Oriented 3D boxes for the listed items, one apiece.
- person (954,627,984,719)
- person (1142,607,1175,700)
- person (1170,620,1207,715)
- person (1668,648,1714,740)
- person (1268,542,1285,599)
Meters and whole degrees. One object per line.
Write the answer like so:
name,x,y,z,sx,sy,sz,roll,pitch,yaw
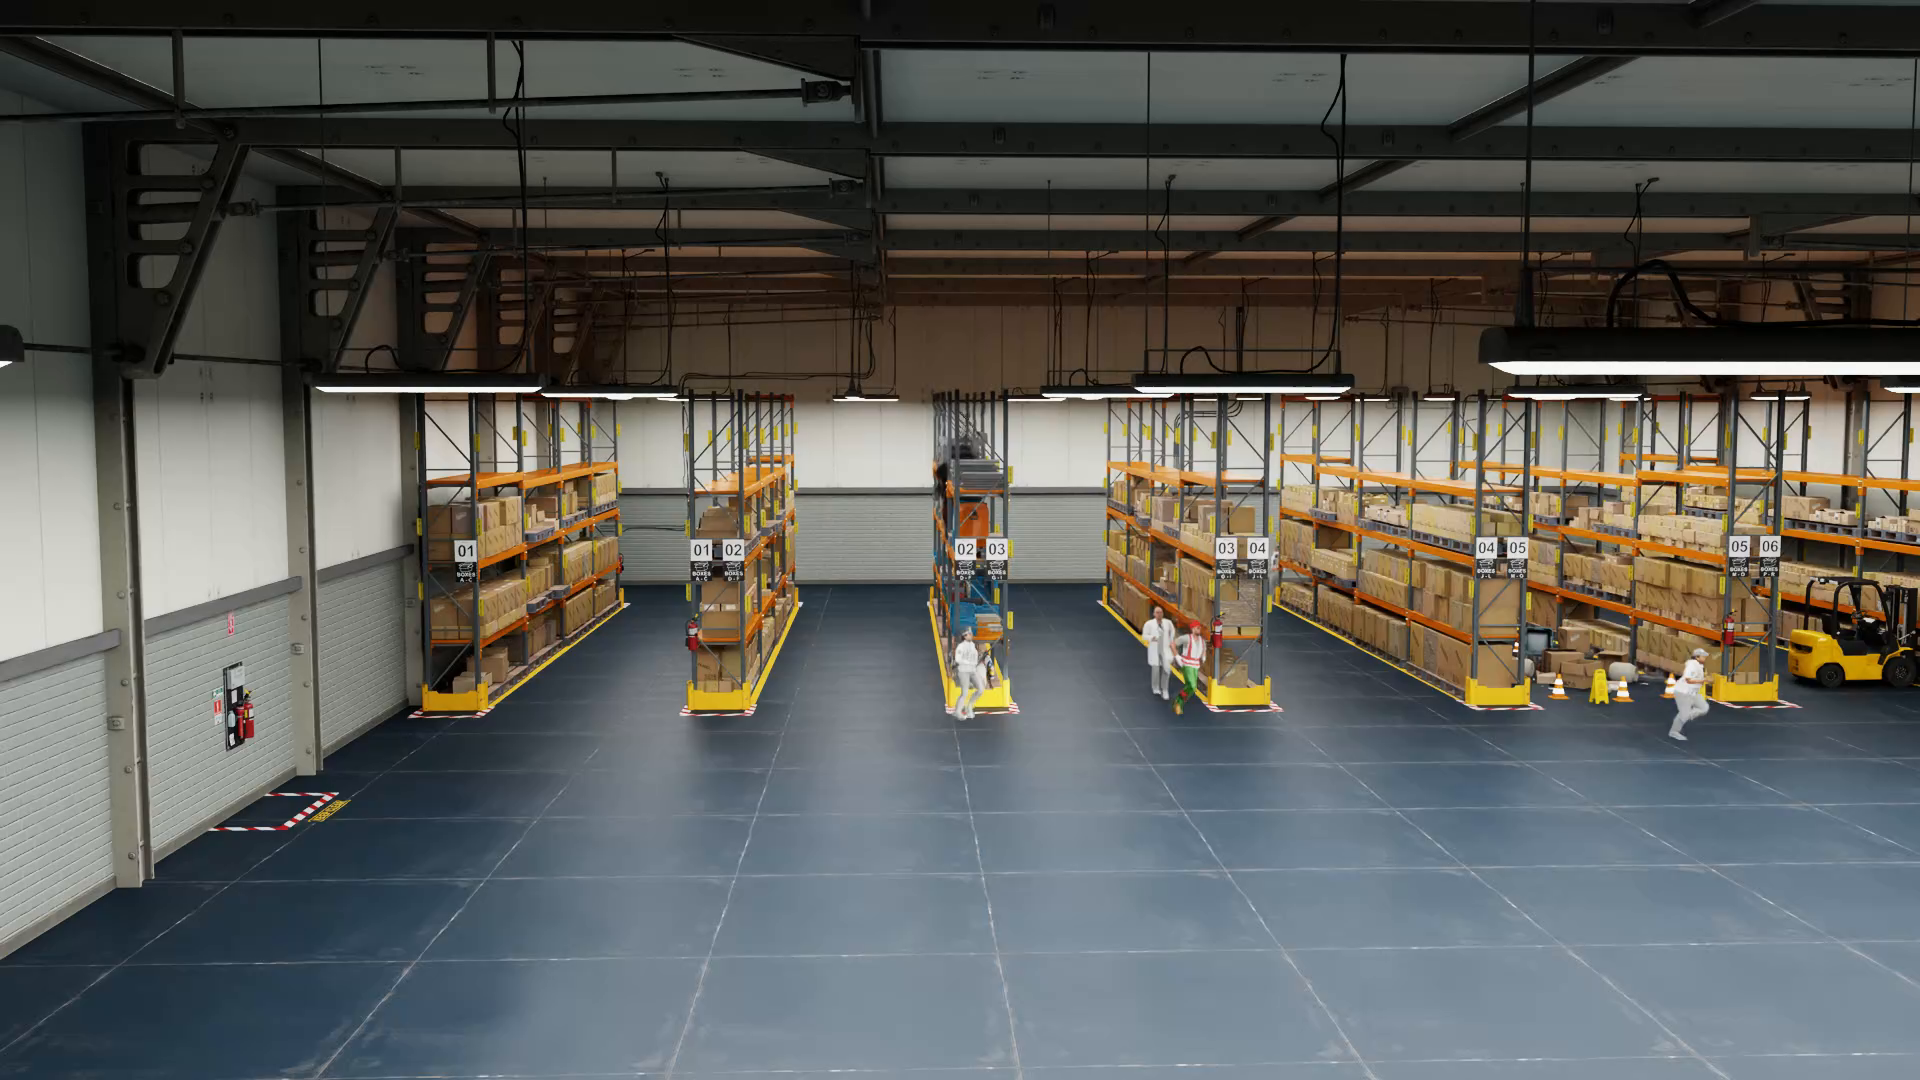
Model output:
person,0.174,2.420,30.236,0.559,1.679,0.627,4,6,40
person,3.883,2.209,32.392,0.682,1.824,0.812,0,5,-2
person,4.264,2.344,30.653,0.691,1.728,0.624,-3,6,-36
person,12.455,2.620,28.305,0.585,1.598,0.725,-4,6,-44
person,9.369,0.914,48.855,0.716,1.760,0.673,-1,5,-11
